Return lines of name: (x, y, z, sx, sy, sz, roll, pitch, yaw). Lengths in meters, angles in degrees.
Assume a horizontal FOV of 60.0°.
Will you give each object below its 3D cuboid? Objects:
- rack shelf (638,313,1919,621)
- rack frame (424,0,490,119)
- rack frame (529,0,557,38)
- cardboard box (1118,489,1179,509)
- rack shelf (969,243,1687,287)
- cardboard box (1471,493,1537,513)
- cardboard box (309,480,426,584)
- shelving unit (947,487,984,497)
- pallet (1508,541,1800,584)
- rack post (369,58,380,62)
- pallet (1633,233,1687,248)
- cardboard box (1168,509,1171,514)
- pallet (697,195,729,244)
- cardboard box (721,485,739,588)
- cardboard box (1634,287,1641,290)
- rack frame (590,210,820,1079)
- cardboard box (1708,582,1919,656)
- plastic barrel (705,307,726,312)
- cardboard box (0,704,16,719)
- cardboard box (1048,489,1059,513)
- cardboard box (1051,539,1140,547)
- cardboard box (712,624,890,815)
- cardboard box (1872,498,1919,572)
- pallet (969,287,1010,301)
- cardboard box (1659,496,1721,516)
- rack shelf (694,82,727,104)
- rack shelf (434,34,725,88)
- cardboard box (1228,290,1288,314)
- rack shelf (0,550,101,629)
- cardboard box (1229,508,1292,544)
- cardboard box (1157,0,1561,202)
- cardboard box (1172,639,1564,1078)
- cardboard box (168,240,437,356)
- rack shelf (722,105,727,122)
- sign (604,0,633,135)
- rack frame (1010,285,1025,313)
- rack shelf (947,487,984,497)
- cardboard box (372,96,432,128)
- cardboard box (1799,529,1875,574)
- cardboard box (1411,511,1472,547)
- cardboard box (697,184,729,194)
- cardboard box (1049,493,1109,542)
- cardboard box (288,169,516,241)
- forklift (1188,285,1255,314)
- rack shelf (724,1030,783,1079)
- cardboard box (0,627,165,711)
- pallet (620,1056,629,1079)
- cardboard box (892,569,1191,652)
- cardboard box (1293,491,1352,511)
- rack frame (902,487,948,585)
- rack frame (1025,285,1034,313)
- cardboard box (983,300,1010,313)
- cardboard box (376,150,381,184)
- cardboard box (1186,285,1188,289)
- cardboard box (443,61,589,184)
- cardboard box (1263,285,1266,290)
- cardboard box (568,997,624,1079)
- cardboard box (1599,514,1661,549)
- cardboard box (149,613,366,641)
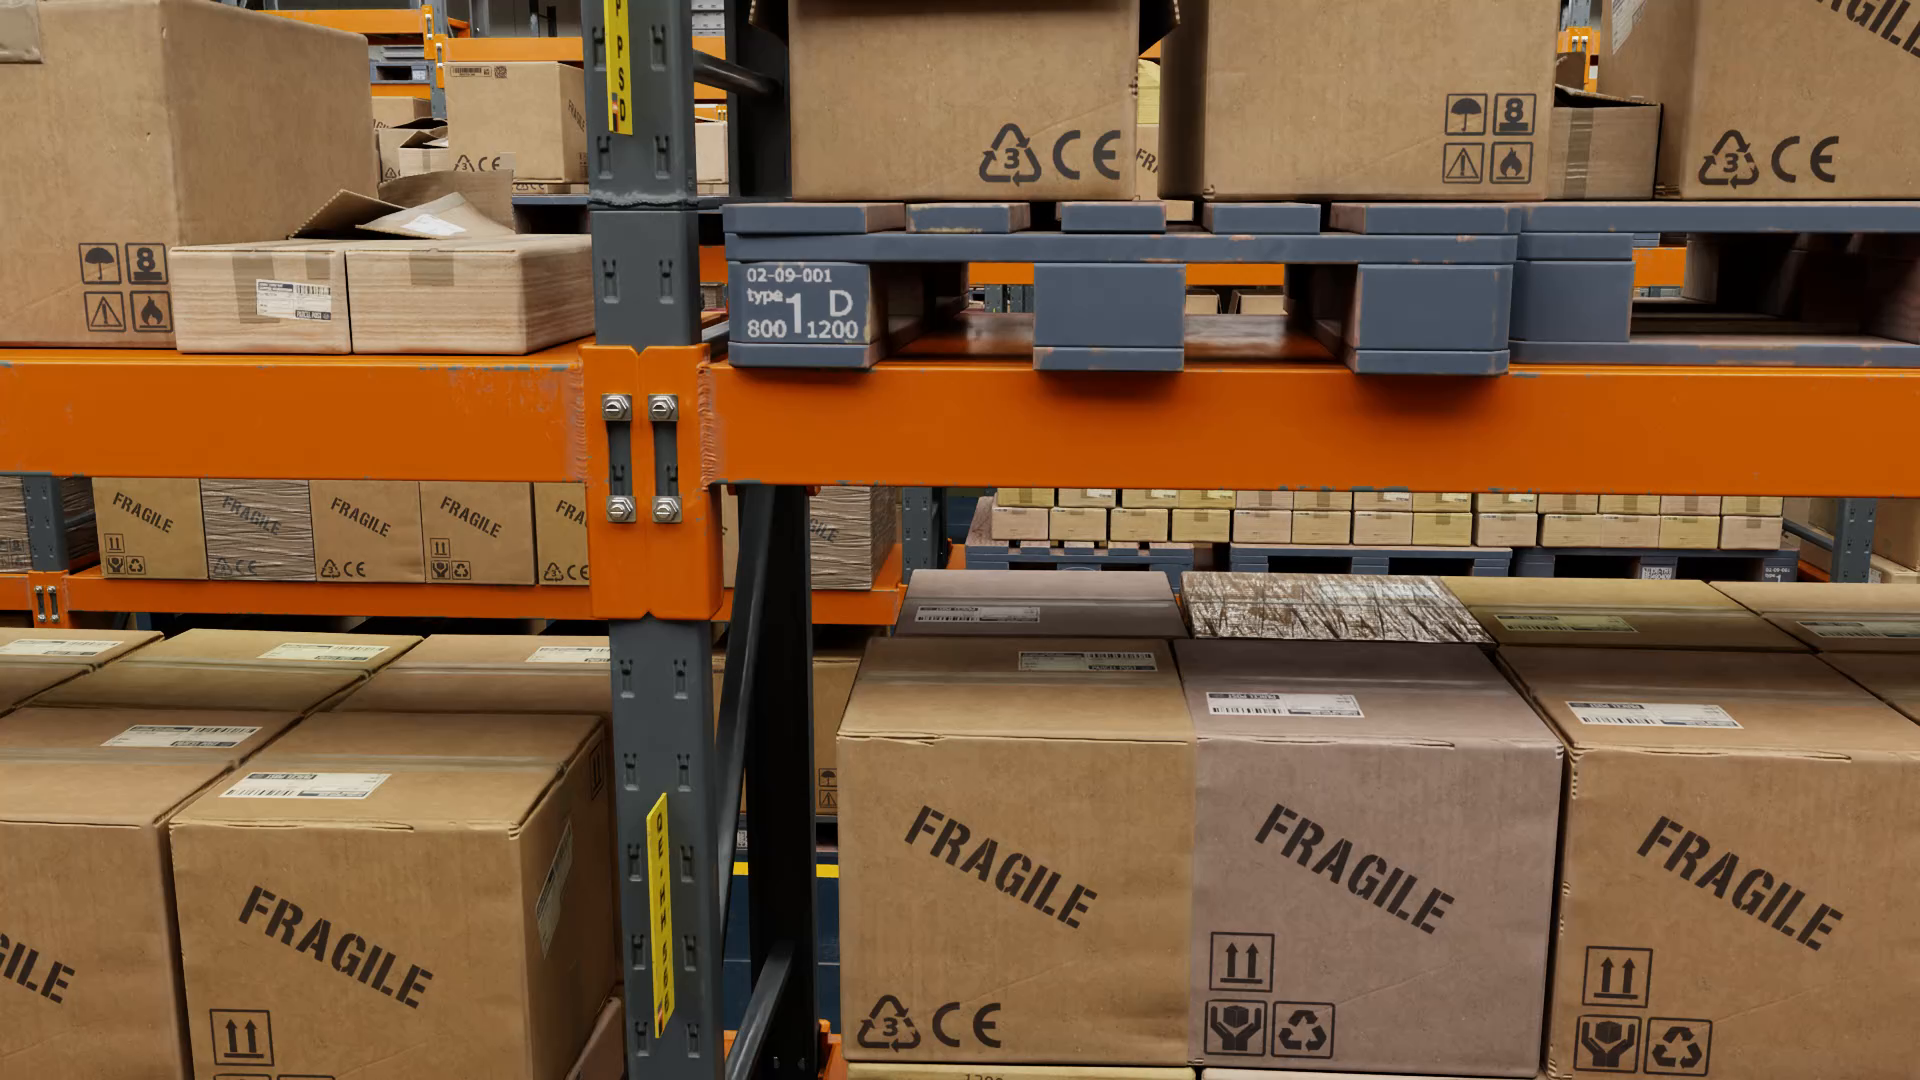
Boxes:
rack shelf: (1.607, -0.150, 2.591, 4.000, 0.370, 1.077, 1, 12, 4)
rack frame: (-3.717, -4.077, 12.281, 0.127, 3.000, 1.000, 1, 12, 4)
rack frame: (-6.715, -7.168, 27.055, 0.127, 3.000, 1.000, 1, 12, 4)
cardboard box: (0.848, -0.248, 7.491, 0.250, 0.149, 0.380, 0, 12, 2)
rack shelf: (1.837, -1.163, 7.432, 4.000, 0.370, 1.077, 1, 12, 4)
cardboard box: (2.379, -0.227, 7.387, 0.250, 0.149, 0.380, 0, 12, 1)
cardboard box: (-2.640, -0.101, 7.683, 0.500, 0.500, 0.500, 1, 12, 3)
shelving unit: (-0.007, -0.734, 14.615, 0.755, 1.500, 0.431, 1, 12, 4)
pallet: (3.080, 0.034, 7.746, 1.213, 0.211, 1.003, 1, 12, 4)
rack post: (-6.632, -4.863, 17.257, 0.954, 0.300, 0.937, 2, 12, 10)
pallet: (3.224, -1.426, 7.391, 1.003, 0.211, 1.213, 1, 12, 4)
cardboard box: (1.117, -0.232, 8.141, 0.250, 0.149, 0.380, 1, 12, 3)
pallet: (-0.804, -1.448, 7.499, 1.003, 0.211, 1.213, 1, 12, 6)
cardboard box: (-1.123, -0.081, 7.587, 0.500, 0.500, 0.500, 1, 12, 4)
cardboard box: (8.459, -3.488, 21.433, 0.500, 0.500, 0.500, 1, 12, 3)
rack frame: (-0.388, 0.939, 2.955, 0.127, 3.000, 1.000, 1, 12, 4)
cardboard box: (1.657, 0.376, 2.960, 0.500, 0.500, 0.500, 1, 12, 3)
plastic barrel: (-2.446, -2.161, 17.442, 0.433, 0.535, 0.433, 0, 12, 0)
cardboard box: (-1.881, 0.578, 2.685, 0.500, 0.500, 0.500, 0, 12, 0)
cardboard box: (0.365, -0.244, 8.195, 0.250, 0.149, 0.380, 1, 12, 5)
cardboard box: (0.961, -0.238, 12.743, 0.875, 0.875, 1.225, 0, 12, 1)
cardboard box: (-0.760, 0.795, 8.111, 0.750, 0.750, 1.050, 1, 12, 3)
cardboard box: (4.310, -0.156, 7.215, 0.500, 0.500, 0.500, 1, 12, 3)
pallet: (0.549, -4.016, 27.108, 1.003, 0.211, 1.213, 1, 12, 4)
cardboard box: (3.159, -0.216, 7.336, 0.250, 0.149, 0.380, 1, 12, 4)
rack shelf: (-1.391, -4.514, 17.102, 4.000, 0.370, 1.077, 1, 12, 4)
rack shelf: (-1.722, -3.502, 12.265, 4.000, 0.370, 1.077, 1, 12, 4)
cardboard box: (2.322, -1.595, 12.374, 0.637, 0.503, 0.797, 1, 12, 6)
rack shelf: (-6.145, 0.196, 8.262, 4.000, 0.370, 1.077, 1, 12, 4)
cardboard box: (1.347, -0.095, 7.486, 0.250, 0.149, 0.380, 1, 12, 6)
cardboard box: (0.612, -0.809, 2.716, 0.500, 0.500, 0.700, 0, 12, 1)
cardboard box: (0.583, 0.462, 2.548, 0.500, 0.500, 0.500, 1, 12, 4)
cardboard box: (-0.965, -0.370, 2.498, 0.250, 0.149, 0.380, 1, 12, 4)
rack shelf: (-1.056, -5.526, 21.939, 4.000, 0.370, 1.077, 1, 12, 4)
sign: (-0.427, -0.672, 2.065, 0.005, 0.325, 0.100, 1, 12, 4)
rack frame: (0.605, -2.098, 17.471, 0.127, 3.000, 1.000, 1, 12, 4)
rack shelf: (-0.007, -0.415, 14.682, 0.720, 0.370, 0.431, 1, 12, 4)
cardboard box: (-4.183, -3.002, 12.277, 0.500, 0.500, 0.500, 0, 12, 2)
cardboard box: (4.133, 0.060, 7.770, 0.250, 0.149, 0.380, 1, 12, 3)
cardboard box: (2.123, -0.084, 7.432, 0.250, 0.149, 0.380, 1, 12, 6)
cardboard box: (-1.840, -2.695, 12.544, 0.250, 0.166, 0.380, 0, 12, 2)
cardboard box: (0.542, -0.106, 7.535, 0.250, 0.149, 0.380, 1, 12, 7)
cardboard box: (-0.946, -0.506, 2.865, 0.258, 0.266, 0.396, 1, 12, 4)
forklift: (2.668, -1.403, 14.315, 3.031, 2.935, 1.130, 1, 12, 5)
rack shelf: (-2.384, 1.263, 3.160, 4.000, 0.370, 1.077, 1, 12, 4)
cardboard box: (-1.873, 0.473, 3.182, 0.500, 0.500, 0.500, 1, 12, 5)
pallet: (-1.107, 1.044, 2.917, 1.003, 0.211, 1.213, 1, 12, 4)
cardboard box: (0.145, 0.354, 3.064, 0.500, 0.500, 0.500, 0, 12, 2)
cardboard box: (1.595, -0.237, 7.438, 0.250, 0.149, 0.380, 1, 12, 3)
rack frame: (-0.158, -0.074, 7.796, 0.127, 3.000, 1.000, 1, 12, 4)
rack frame: (0.940, -3.110, 22.308, 0.127, 3.000, 1.000, 1, 12, 4)
cardboard box: (0.580, -3.080, 22.384, 0.500, 0.311, 0.500, 2, 12, 7)
cardboard box: (-2.769, -1.656, 7.377, 0.250, 0.149, 0.380, 1, 12, 4)
cardboard box: (3.164, -3.321, 22.048, 0.500, 0.500, 0.700, -2, 12, -11)
cardboard box: (-1.912, -1.812, 7.266, 0.500, 0.500, 0.500, 1, 12, 4)
cardboard box: (4.780, -4.226, 26.626, 0.500, 0.500, 0.500, 1, 12, 3)
cardboard box: (-0.731, 0.900, 2.730, 0.250, 0.149, 0.380, 1, 12, 6)
cardboard box: (2.915, -0.074, 7.384, 0.250, 0.149, 0.380, 1, 12, 4)
cardboard box: (-3.524, 0.757, 8.292, 0.750, 0.750, 1.050, 1, 12, 3)
